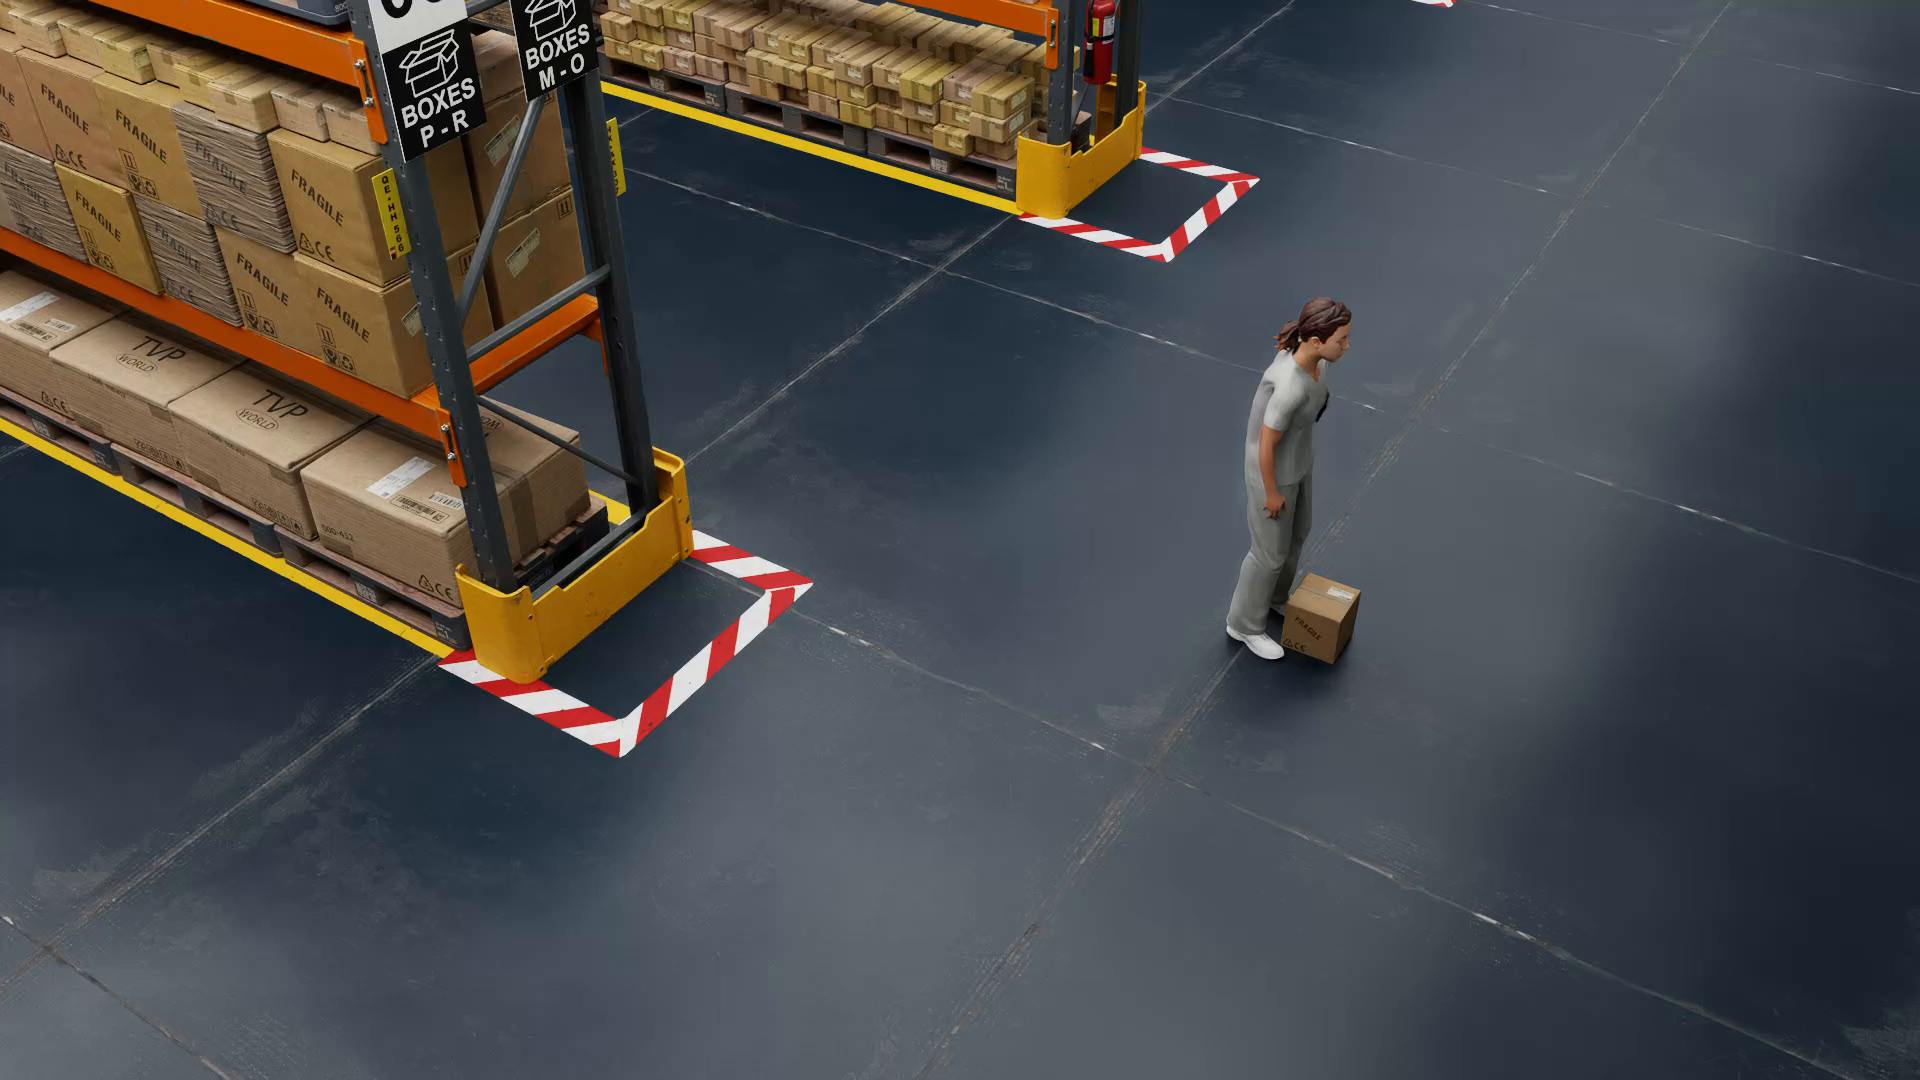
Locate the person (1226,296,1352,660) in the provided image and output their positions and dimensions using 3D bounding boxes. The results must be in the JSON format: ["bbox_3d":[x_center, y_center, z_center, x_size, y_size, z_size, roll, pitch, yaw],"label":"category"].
[{"bbox_3d":[1.385,-0.288,7.043,0.362,1.671,0.501,19,43,23],"label":"person"}]
